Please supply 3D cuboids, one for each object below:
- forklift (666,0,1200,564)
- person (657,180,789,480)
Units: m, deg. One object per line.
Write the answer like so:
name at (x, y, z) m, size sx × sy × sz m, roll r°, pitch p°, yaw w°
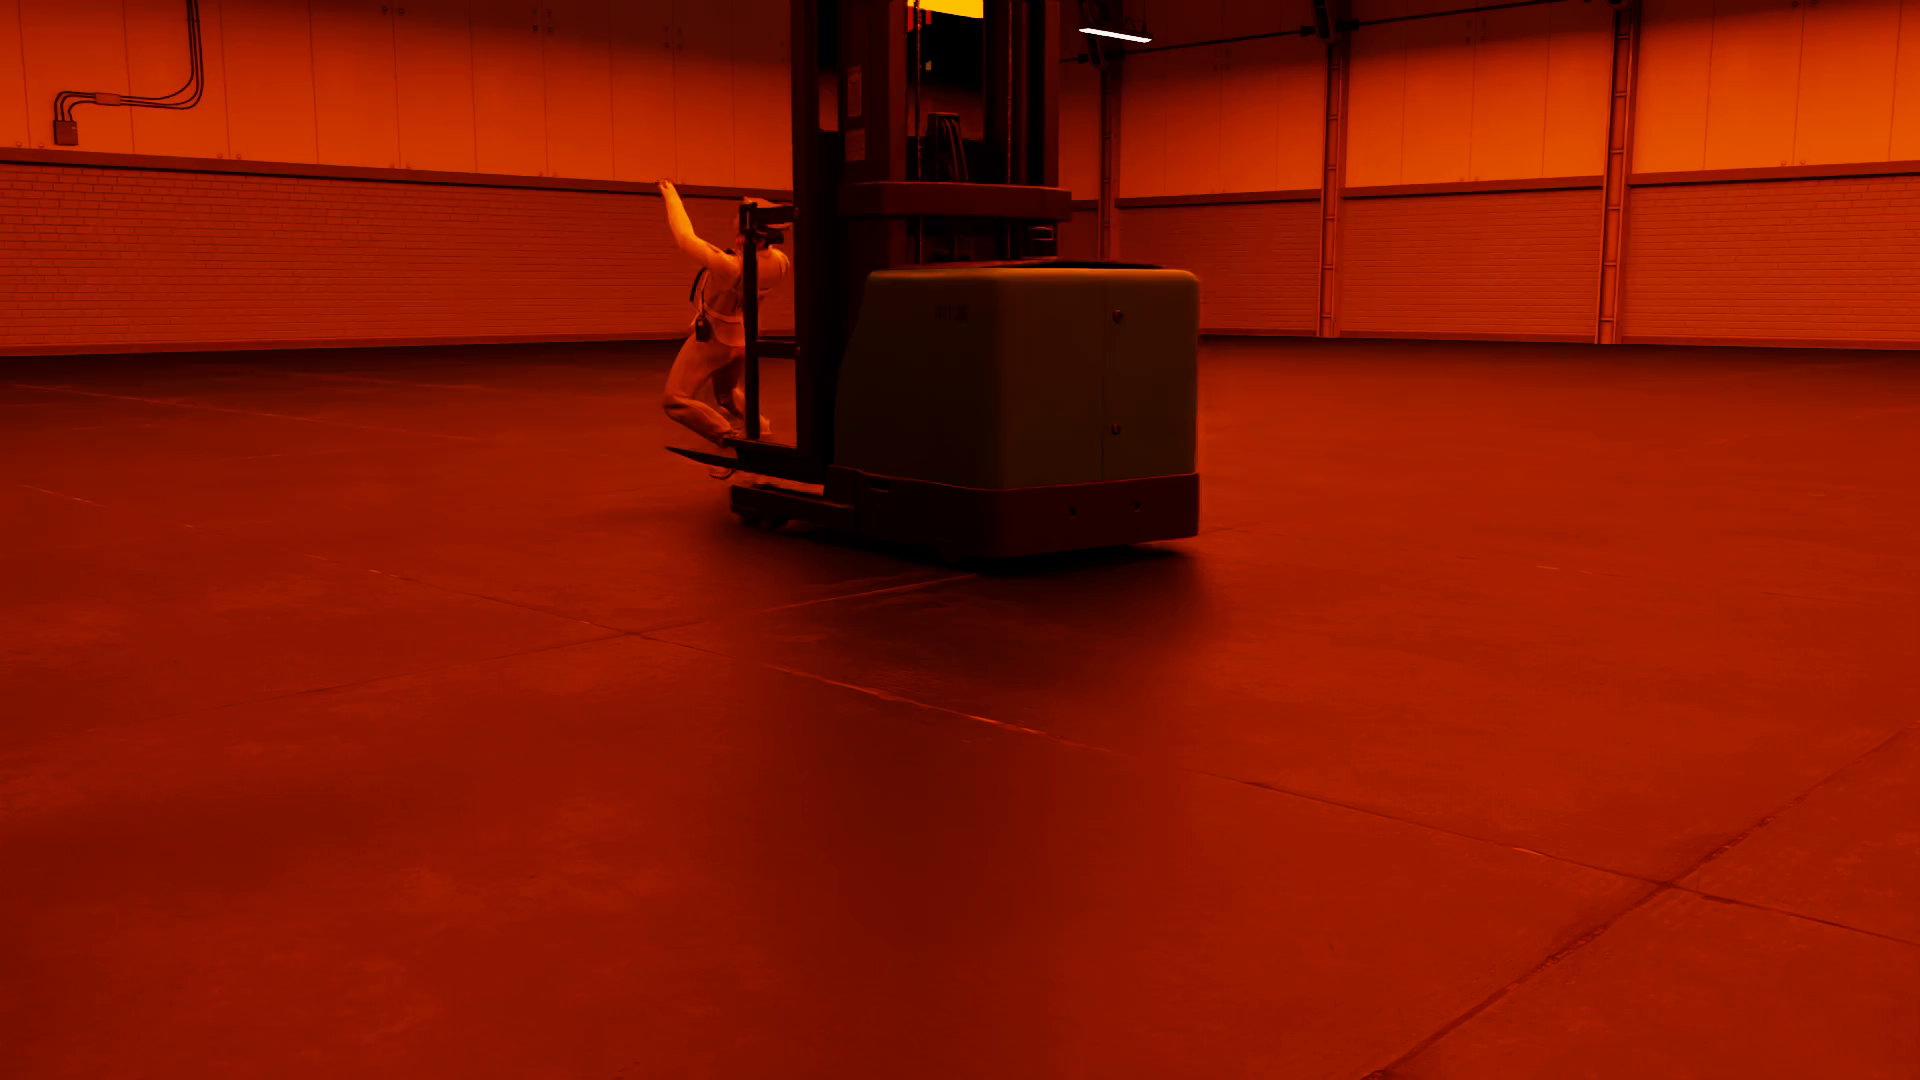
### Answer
forklift at (-0.336, -1.538, 7.088) m, size 1.130 × 2.935 × 3.031 m, roll -6°, pitch 10°, yaw -34°
person at (-1.073, -1.095, 8.567) m, size 0.709 × 1.471 × 0.973 m, roll 3°, pitch 9°, yaw 21°
